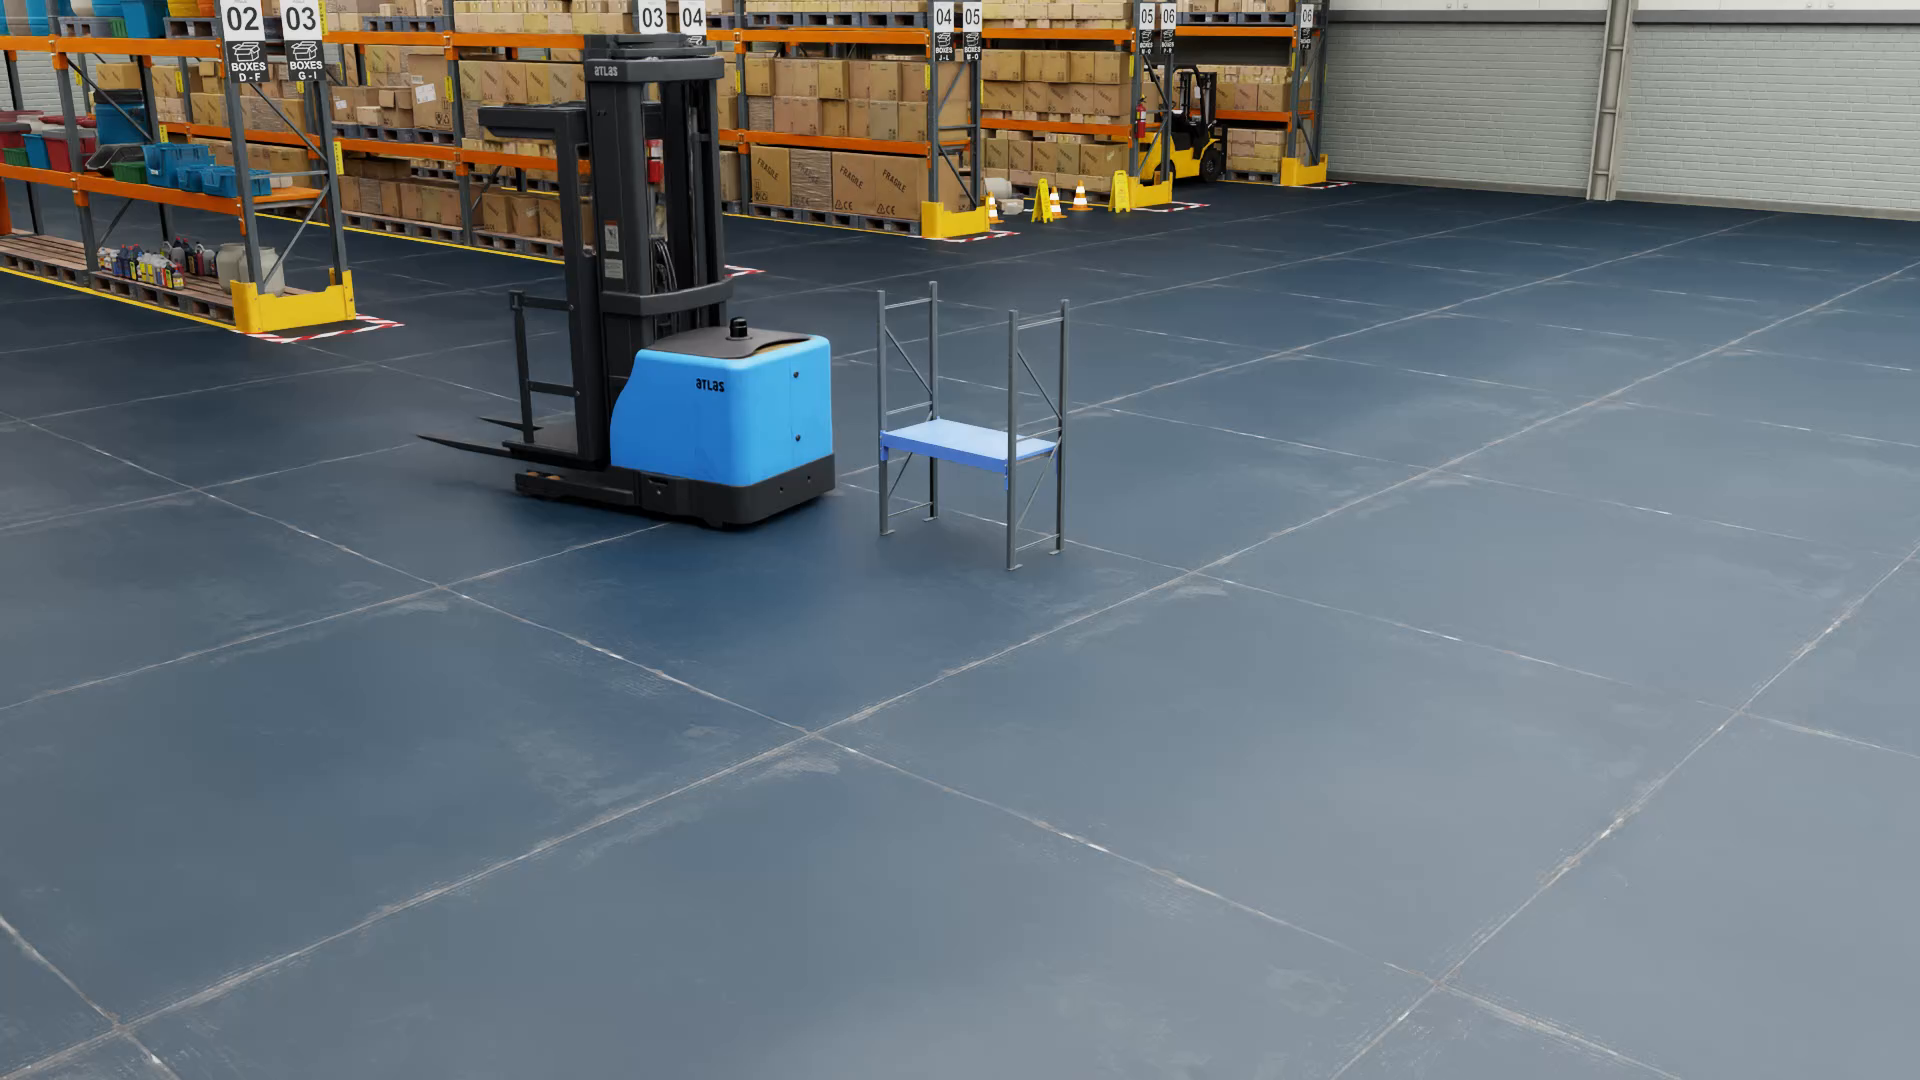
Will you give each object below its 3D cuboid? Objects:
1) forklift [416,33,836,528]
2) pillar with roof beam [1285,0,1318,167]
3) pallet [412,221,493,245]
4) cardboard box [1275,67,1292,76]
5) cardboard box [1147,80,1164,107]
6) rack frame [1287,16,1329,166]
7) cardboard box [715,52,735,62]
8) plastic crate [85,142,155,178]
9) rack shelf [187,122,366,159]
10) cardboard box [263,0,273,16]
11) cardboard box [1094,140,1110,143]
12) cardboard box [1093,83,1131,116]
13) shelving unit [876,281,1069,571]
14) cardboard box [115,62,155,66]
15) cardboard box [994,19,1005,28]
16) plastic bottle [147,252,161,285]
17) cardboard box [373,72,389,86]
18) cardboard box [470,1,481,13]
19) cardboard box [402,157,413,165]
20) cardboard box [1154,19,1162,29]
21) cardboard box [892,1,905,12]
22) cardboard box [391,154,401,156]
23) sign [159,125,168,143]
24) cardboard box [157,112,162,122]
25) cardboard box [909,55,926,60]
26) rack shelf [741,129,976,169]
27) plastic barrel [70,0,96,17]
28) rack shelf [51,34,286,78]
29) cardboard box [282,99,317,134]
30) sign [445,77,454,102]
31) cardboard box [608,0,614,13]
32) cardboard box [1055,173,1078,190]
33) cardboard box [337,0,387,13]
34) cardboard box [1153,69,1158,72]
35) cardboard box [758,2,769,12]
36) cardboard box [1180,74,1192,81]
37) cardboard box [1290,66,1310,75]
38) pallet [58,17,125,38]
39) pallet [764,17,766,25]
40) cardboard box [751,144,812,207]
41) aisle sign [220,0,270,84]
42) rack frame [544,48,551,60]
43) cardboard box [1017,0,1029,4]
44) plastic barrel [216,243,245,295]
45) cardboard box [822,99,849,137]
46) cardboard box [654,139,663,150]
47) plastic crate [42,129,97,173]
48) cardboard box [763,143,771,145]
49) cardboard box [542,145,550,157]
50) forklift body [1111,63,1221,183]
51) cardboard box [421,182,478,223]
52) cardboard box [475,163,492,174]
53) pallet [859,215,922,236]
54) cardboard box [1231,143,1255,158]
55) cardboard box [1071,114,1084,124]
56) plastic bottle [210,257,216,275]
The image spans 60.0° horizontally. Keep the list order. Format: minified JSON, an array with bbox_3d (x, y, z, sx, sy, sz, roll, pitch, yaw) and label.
[{"bbox_3d":[-2.354,-1.780,10.875,3.031,2.935,1.130,10,20,29],"label":"forklift"},{"bbox_3d":[3.646,-10.363,27.888,0.400,9.000,9.100,15,23,39],"label":"pillar with roof beam"},{"bbox_3d":[-7.019,-4.398,23.620,1.213,0.211,1.003,15,23,39],"label":"pallet"},{"bbox_3d":[6.018,-8.656,30.700,0.250,0.149,0.380,15,23,39],"label":"cardboard box"},{"bbox_3d":[3.993,-8.735,32.513,0.500,0.500,0.500,16,23,40],"label":"cardboard box"},{"bbox_3d":[6.426,-8.134,30.782,0.127,3.000,1.000,15,23,39],"label":"rack frame"},{"bbox_3d":[-4.540,-9.491,33.239,0.500,0.500,0.500,15,23,38],"label":"cardboard box"},{"bbox_3d":[-9.416,-4.287,18.763,0.504,0.338,0.767,15,23,39],"label":"plastic crate"},{"bbox_3d":[-10.923,-6.433,26.611,4.000,0.370,1.077,15,23,39],"label":"rack shelf"},{"bbox_3d":[-10.635,-8.311,25.523,0.500,0.500,0.500,17,24,42],"label":"cardboard box"},{"bbox_3d":[2.302,-6.590,28.529,0.500,0.500,0.500,14,22,37],"label":"cardboard box"},{"bbox_3d":[2.545,-7.246,27.328,0.500,0.500,0.500,15,23,38],"label":"cardboard box"},{"bbox_3d":[0.064,-0.698,9.831,1.048,1.500,0.538,15,23,39],"label":"shelving unit"},{"bbox_3d":[-14.872,-8.370,30.042,0.500,0.500,0.500,15,23,40],"label":"cardboard box"},{"bbox_3d":[0.791,-8.856,28.513,0.250,0.149,0.380,16,24,41],"label":"cardboard box"},{"bbox_3d":[-8.797,-2.981,18.197,0.185,0.351,0.144,16,24,41],"label":"plastic bottle"},{"bbox_3d":[-11.115,-8.916,32.590,0.500,0.500,0.500,15,23,40],"label":"cardboard box"},{"bbox_3d":[-6.153,-6.946,21.670,0.250,0.149,0.380,14,22,37],"label":"cardboard box"},{"bbox_3d":[-10.698,-7.438,32.609,0.250,0.149,0.380,15,23,39],"label":"cardboard box"},{"bbox_3d":[3.102,-8.460,27.266,0.250,0.149,0.380,15,23,39],"label":"cardboard box"},{"bbox_3d":[-0.738,-7.468,23.282,0.250,0.149,0.380,15,23,40],"label":"cardboard box"},{"bbox_3d":[-11.031,-7.697,32.934,0.250,0.149,0.380,14,22,37],"label":"cardboard box"},{"bbox_3d":[-9.350,-4.704,19.519,0.005,0.325,0.100,15,23,39],"label":"sign"},{"bbox_3d":[-13.442,-7.199,28.253,0.250,0.149,0.380,16,23,40],"label":"cardboard box"},{"bbox_3d":[-0.856,-8.881,30.713,0.250,0.149,0.380,17,24,42],"label":"cardboard box"},{"bbox_3d":[-1.572,-5.928,25.022,4.000,0.370,1.077,15,23,39],"label":"rack shelf"},{"bbox_3d":[-9.531,-6.003,18.229,0.421,0.512,0.421,0,18,0],"label":"plastic barrel"},{"bbox_3d":[-8.227,-5.136,17.565,4.000,0.370,1.077,15,23,39],"label":"rack shelf"},{"bbox_3d":[-9.961,-6.465,25.358,0.500,0.500,0.500,16,24,41],"label":"cardboard box"},{"bbox_3d":[-6.801,-5.996,22.133,0.005,0.325,0.100,15,23,39],"label":"sign"},{"bbox_3d":[-3.975,-6.380,19.886,0.250,0.149,0.380,14,22,38],"label":"cardboard box"},{"bbox_3d":[1.969,-6.107,28.246,0.500,0.250,0.500,15,23,39],"label":"cardboard box"},{"bbox_3d":[-8.489,-7.735,23.575,0.500,0.500,0.500,14,22,38],"label":"cardboard box"},{"bbox_3d":[3.928,-9.223,32.485,0.250,0.149,0.380,14,23,38],"label":"cardboard box"},{"bbox_3d":[-2.826,-8.029,25.049,0.250,0.149,0.380,15,23,39],"label":"cardboard box"},{"bbox_3d":[4.436,-8.907,31.980,0.250,0.149,0.380,14,22,38],"label":"cardboard box"},{"bbox_3d":[6.317,-8.748,30.988,0.250,0.149,0.380,14,23,38],"label":"cardboard box"},{"bbox_3d":[-9.119,-5.667,18.364,1.003,0.211,1.213,15,23,39],"label":"pallet"},{"bbox_3d":[-3.366,-10.073,32.246,1.003,0.211,1.213,16,24,42],"label":"pallet"},{"bbox_3d":[-2.644,-5.718,25.989,0.875,0.875,0.875,15,23,40],"label":"cardboard box"},{"bbox_3d":[-6.875,-4.805,15.994,0.004,0.787,0.394,15,23,39],"label":"aisle sign"},{"bbox_3d":[-8.833,-10.222,37.363,0.127,3.000,1.000,15,23,39],"label":"rack frame"},{"bbox_3d":[1.172,-9.117,28.018,0.250,0.149,0.380,15,23,38],"label":"cardboard box"},{"bbox_3d":[-7.649,-2.877,17.637,0.421,0.512,0.421,0,18,0],"label":"plastic barrel"},{"bbox_3d":[-1.569,-6.349,24.910,0.500,0.550,0.875,15,23,39],"label":"cardboard box"},{"bbox_3d":[-3.837,-5.074,20.483,0.500,0.500,0.875,15,23,39],"label":"cardboard box"},{"bbox_3d":[-10.288,-4.509,19.254,0.583,0.464,0.402,15,23,39],"label":"plastic crate"},{"bbox_3d":[-3.311,-7.961,33.056,0.875,0.875,0.875,15,23,39],"label":"cardboard box"},{"bbox_3d":[-5.127,-5.002,21.329,0.250,0.149,0.380,15,23,39],"label":"cardboard box"},{"bbox_3d":[3.797,-7.697,30.809,1.214,2.155,2.313,15,23,39],"label":"forklift body"},{"bbox_3d":[-7.225,-4.817,23.737,0.500,0.500,0.700,15,23,39],"label":"cardboard box"},{"bbox_3d":[-8.675,-7.079,30.898,0.500,0.500,0.500,16,24,41],"label":"cardboard box"},{"bbox_3d":[-0.726,-4.683,24.520,1.213,0.211,1.003,15,23,39],"label":"pallet"},{"bbox_3d":[5.487,-7.392,31.469,0.500,0.250,0.500,15,23,39],"label":"cardboard box"},{"bbox_3d":[2.059,-7.044,27.763,0.250,0.149,0.380,16,23,40],"label":"cardboard box"},{"bbox_3d":[-8.440,-3.108,18.844,0.097,0.201,0.097,0,18,0],"label":"plastic bottle"}]
